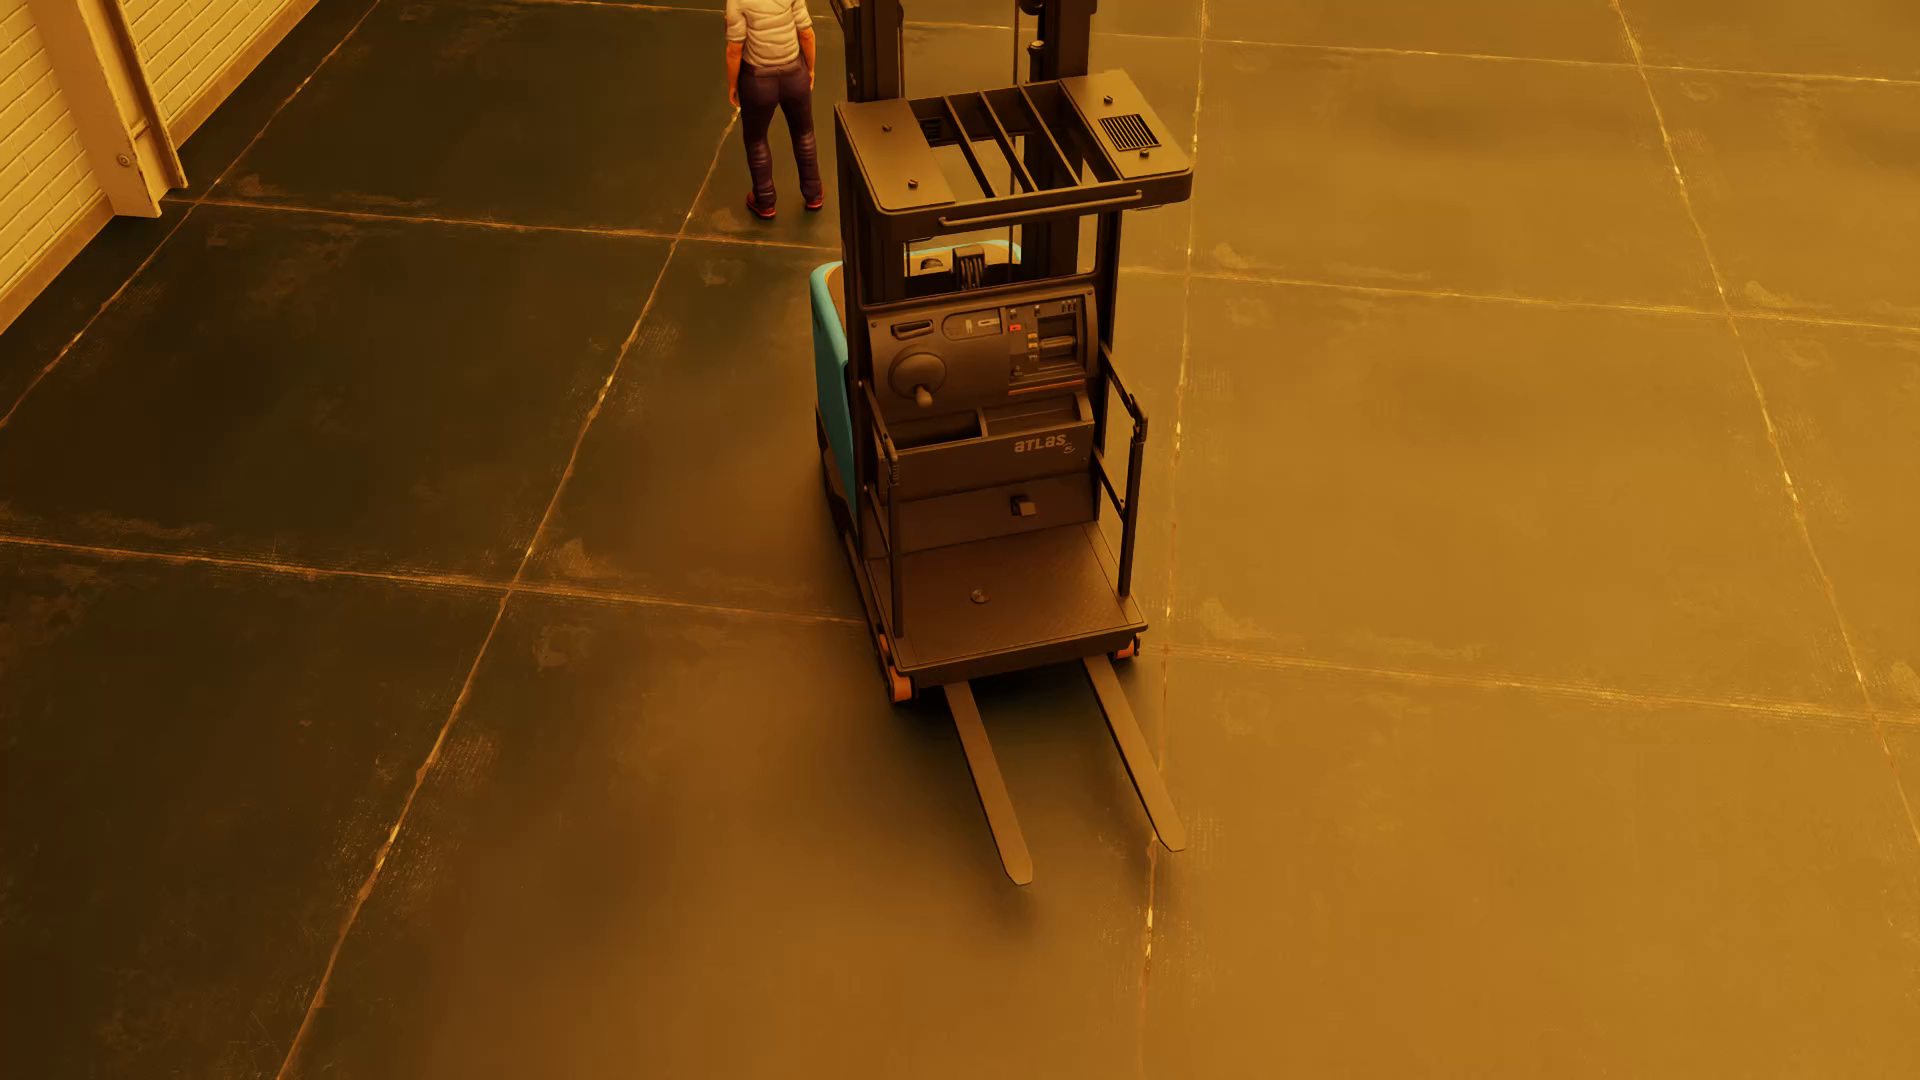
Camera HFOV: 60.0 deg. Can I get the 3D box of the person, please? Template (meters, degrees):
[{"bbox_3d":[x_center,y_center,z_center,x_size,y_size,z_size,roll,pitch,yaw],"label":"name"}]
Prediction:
[{"bbox_3d":[-1.064,-2.632,9.538,0.559,1.651,0.375,-15,45,-16],"label":"person"}]

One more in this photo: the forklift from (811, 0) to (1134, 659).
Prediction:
[{"bbox_3d":[0.149,-0.680,6.465,1.121,2.935,3.031,-10,44,-11],"label":"forklift"}]
